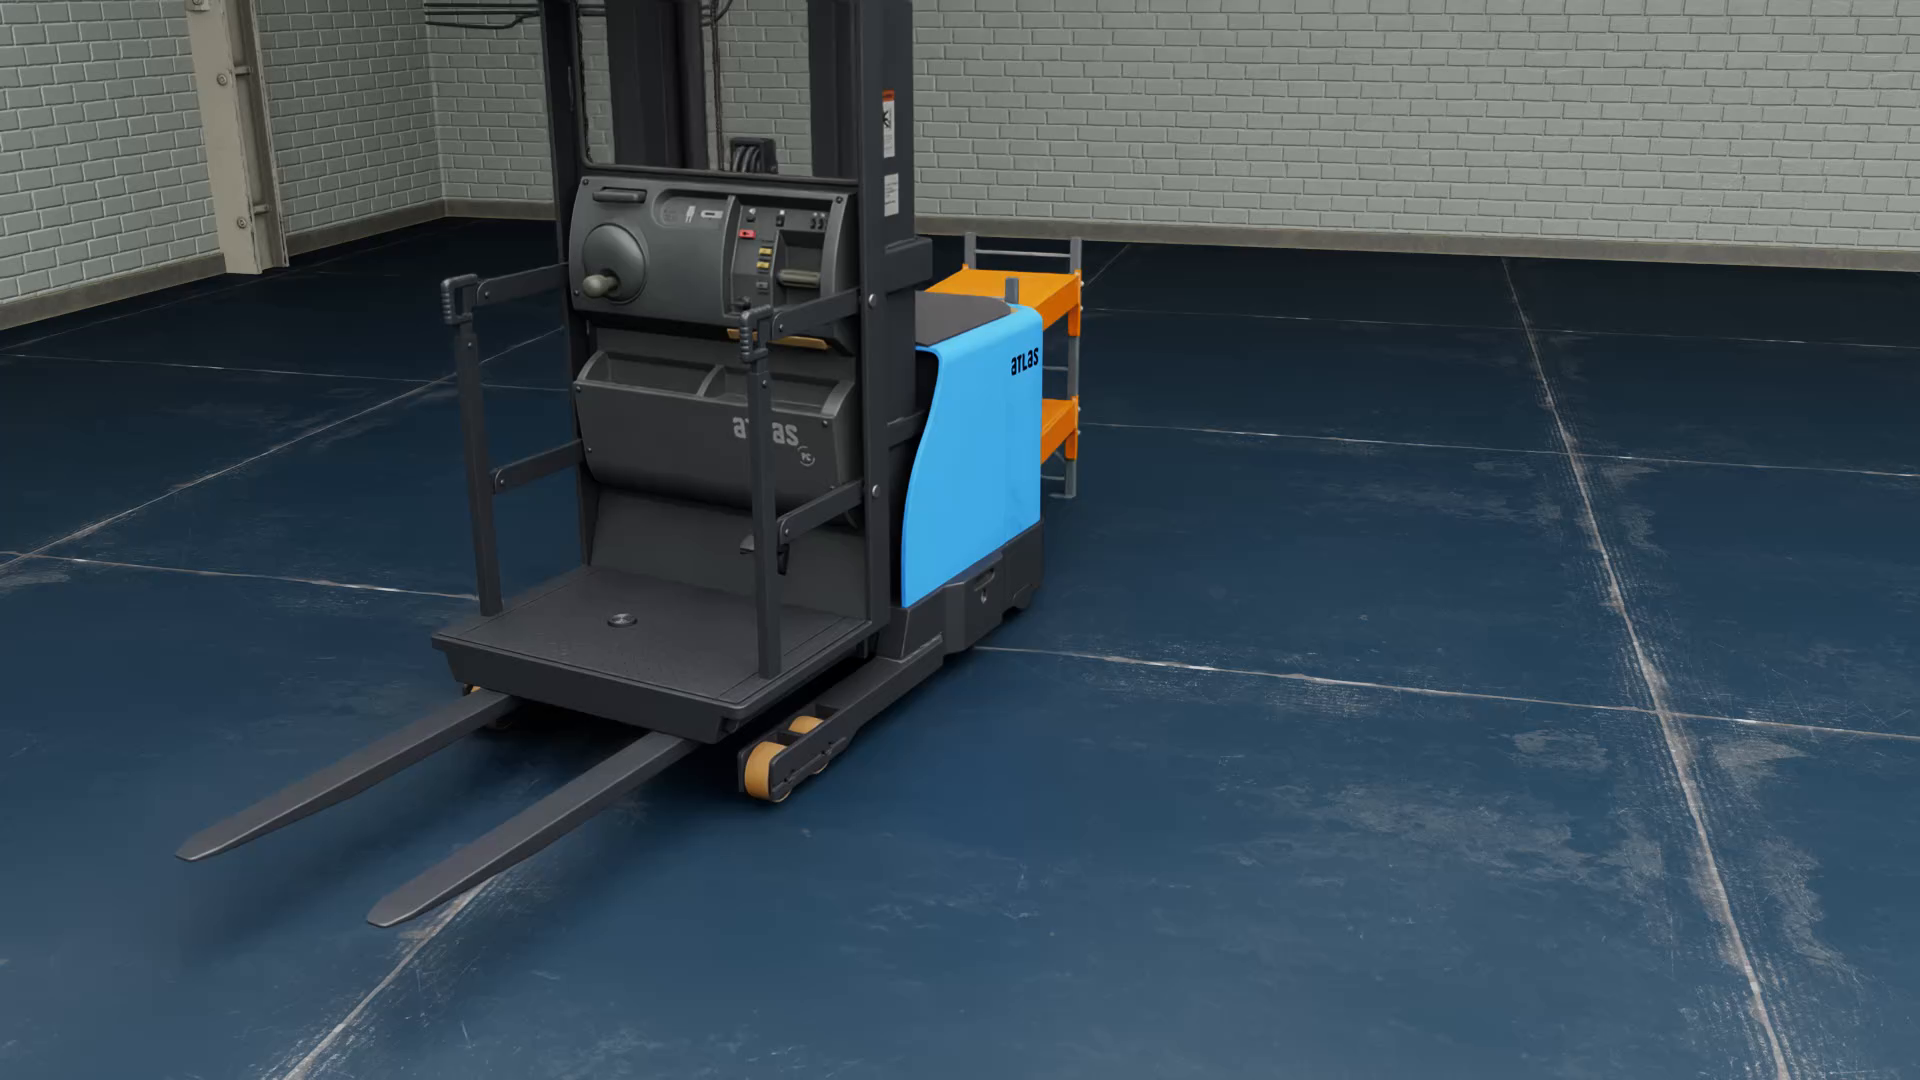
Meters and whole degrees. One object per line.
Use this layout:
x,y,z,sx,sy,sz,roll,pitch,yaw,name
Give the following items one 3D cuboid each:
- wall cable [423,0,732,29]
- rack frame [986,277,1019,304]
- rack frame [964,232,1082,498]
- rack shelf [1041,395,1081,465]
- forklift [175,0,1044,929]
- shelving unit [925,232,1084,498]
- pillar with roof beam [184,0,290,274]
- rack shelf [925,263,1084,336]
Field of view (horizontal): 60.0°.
-3.407,-5.692,14.234,3.097,2.526,0.112,5,19,13,wall cable
-0.032,-0.427,6.198,0.500,1.125,0.032,6,20,16,rack frame
0.262,-0.742,7.119,0.500,1.125,0.032,6,20,16,rack frame
0.115,-0.353,6.738,0.538,0.278,1.000,6,20,16,rack shelf
-0.829,-0.829,4.581,1.130,2.935,3.031,10,21,26,forklift
0.115,-0.585,6.659,0.538,1.125,1.048,6,20,16,shelving unit
-1.234,-6.002,10.339,9.100,9.000,0.400,5,19,13,pillar with roof beam
0.115,-0.862,6.564,0.538,0.278,1.000,6,20,16,rack shelf
